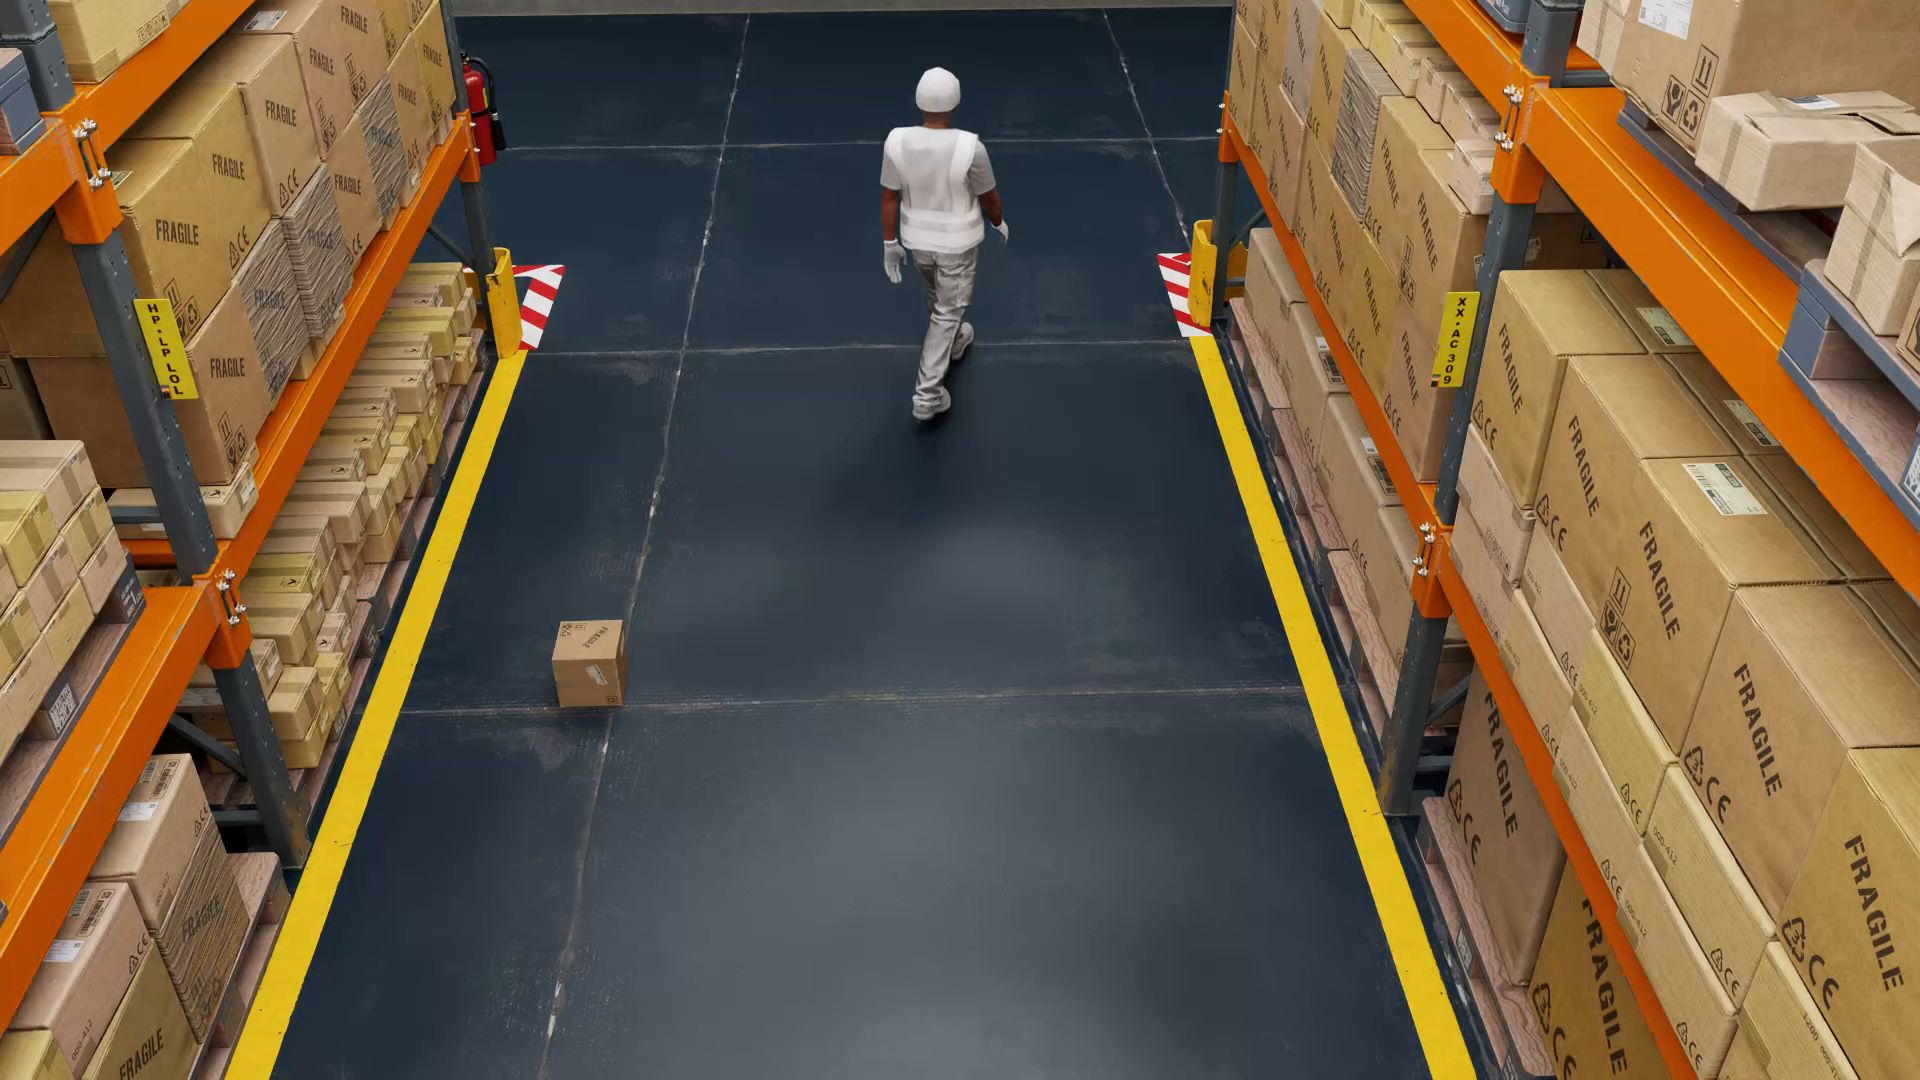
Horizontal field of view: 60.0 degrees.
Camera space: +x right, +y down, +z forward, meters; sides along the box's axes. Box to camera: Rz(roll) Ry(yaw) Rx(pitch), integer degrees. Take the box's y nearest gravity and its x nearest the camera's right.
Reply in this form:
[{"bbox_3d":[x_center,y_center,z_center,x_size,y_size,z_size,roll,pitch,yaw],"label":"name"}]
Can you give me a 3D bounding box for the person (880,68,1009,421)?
[{"bbox_3d":[-0.056,-1.546,8.340,0.545,1.735,1.037,14,37,20],"label":"person"}]
